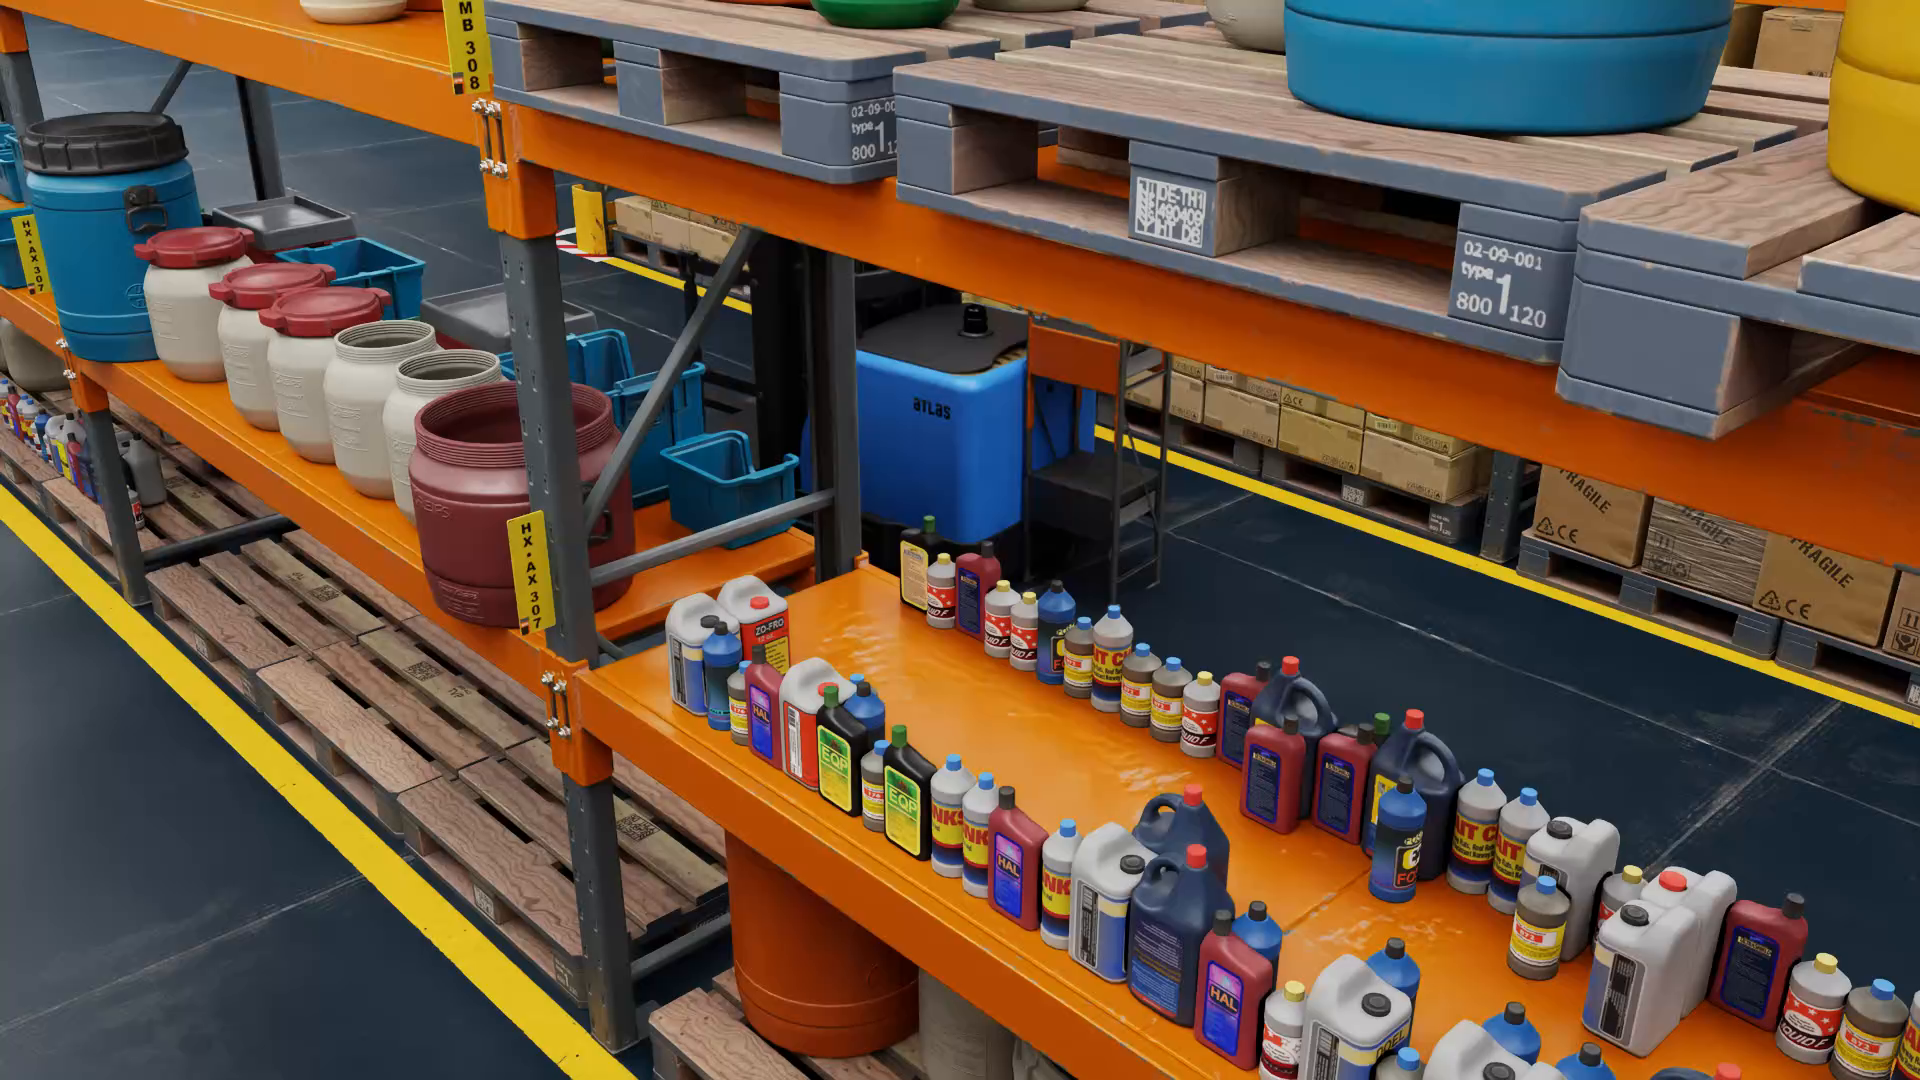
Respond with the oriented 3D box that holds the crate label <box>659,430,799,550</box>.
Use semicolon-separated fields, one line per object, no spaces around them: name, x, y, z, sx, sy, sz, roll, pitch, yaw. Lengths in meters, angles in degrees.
crate label;-0.712;-0.155;5.178;0.303;0.233;0.416;-21;32;-38

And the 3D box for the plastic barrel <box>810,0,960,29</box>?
plastic barrel;-0.141;-1.096;3.106;0.294;0.245;0.294;0;25;0

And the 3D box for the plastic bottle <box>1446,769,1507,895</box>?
plastic bottle;1.081;0.601;3.473;0.097;0.271;0.097;0;25;0

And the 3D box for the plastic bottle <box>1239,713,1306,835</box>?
plastic bottle;0.693;0.500;3.680;0.061;0.283;0.133;-21;32;-38

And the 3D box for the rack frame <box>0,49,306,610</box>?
rack frame;-3.431;-1.209;7.287;1.000;3.000;0.127;-21;32;-38

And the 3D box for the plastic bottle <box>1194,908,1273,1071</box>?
plastic bottle;0.495;0.808;3.005;0.061;0.283;0.133;-21;32;-38

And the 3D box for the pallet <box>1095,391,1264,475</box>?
pallet;1.557;-0.763;9.668;1.003;0.211;1.213;-21;32;-38

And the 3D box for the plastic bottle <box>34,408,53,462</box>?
plastic bottle;-4.712;-0.547;8.592;0.097;0.271;0.097;0;25;0

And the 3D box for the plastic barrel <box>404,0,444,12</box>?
plastic barrel;-1.547;-2.066;5.033;0.600;0.830;0.708;-21;32;-38

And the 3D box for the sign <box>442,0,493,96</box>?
sign;-1.094;-1.156;3.683;0.100;0.325;0.005;-21;32;-38

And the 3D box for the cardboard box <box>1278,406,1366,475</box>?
cardboard box;2.028;-0.587;8.730;0.500;0.250;0.500;-22;32;-39

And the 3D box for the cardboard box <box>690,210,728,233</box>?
cardboard box;-1.649;-2.582;12.200;0.500;0.500;0.500;-21;32;-38

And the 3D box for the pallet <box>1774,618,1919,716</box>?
pallet;4.233;0.474;6.958;1.003;0.211;1.213;-21;32;-38

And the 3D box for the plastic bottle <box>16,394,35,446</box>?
plastic bottle;-4.919;-0.639;8.793;0.097;0.271;0.097;0;25;0

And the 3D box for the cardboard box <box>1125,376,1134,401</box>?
cardboard box;0.986;-1.050;9.744;0.500;0.250;0.500;-22;33;-40

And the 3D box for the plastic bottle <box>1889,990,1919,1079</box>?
plastic bottle;1.689;0.871;2.882;0.097;0.271;0.097;0;25;0

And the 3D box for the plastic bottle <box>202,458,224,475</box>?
plastic bottle;-3.785;-0.526;8.450;0.144;0.351;0.185;-21;32;-38

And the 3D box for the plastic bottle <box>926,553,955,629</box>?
plastic bottle;-0.044;0.135;4.580;0.097;0.201;0.097;0;25;0

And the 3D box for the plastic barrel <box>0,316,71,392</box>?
plastic barrel;-5.317;-1.151;9.650;0.421;0.512;0.421;0;25;0

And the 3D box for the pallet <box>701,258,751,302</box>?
pallet;-1.164;-1.967;12.308;1.003;0.211;1.213;-21;32;-38

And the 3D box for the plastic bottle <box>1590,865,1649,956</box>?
plastic bottle;1.306;0.733;3.268;0.097;0.201;0.097;0;25;0

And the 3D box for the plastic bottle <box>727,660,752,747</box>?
plastic bottle;-0.512;0.388;4.025;0.097;0.201;0.097;0;25;0

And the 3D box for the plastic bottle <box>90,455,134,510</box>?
plastic bottle;-4.082;-0.318;7.994;0.144;0.351;0.185;-22;33;-40

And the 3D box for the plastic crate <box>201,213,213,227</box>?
plastic crate;-3.696;-1.376;7.727;0.767;0.338;0.504;-21;32;-38

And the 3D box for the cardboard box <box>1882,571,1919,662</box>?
cardboard box;4.085;0.222;6.632;0.500;0.500;0.500;22;33;40

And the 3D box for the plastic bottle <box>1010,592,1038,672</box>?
plastic bottle;0.180;0.234;4.362;0.097;0.201;0.097;0;25;0

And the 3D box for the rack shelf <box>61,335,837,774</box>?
rack shelf;-2.064;-0.276;6.108;1.077;0.370;4.000;-21;32;-38

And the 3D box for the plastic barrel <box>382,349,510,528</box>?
plastic barrel;-1.556;-0.299;5.158;0.421;0.512;0.421;0;25;0

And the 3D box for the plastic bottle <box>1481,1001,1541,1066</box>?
plastic bottle;0.923;0.900;2.818;0.097;0.271;0.097;0;25;0

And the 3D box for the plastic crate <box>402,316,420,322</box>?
plastic crate;-2.035;-0.665;6.350;0.450;0.188;0.662;-21;32;-38

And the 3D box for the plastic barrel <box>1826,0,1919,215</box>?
plastic barrel;1.265;-0.646;1.705;0.600;0.588;0.600;0;25;0

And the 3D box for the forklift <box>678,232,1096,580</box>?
forklift;-0.794;-1.577;8.175;3.031;2.935;1.130;19;30;35

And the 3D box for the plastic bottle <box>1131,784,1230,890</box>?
plastic bottle;0.436;0.634;3.307;0.144;0.351;0.185;-21;32;-38

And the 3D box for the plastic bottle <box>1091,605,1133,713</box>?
plastic bottle;0.380;0.291;4.154;0.097;0.271;0.097;0;25;0

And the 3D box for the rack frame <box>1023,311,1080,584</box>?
rack frame;0.427;-0.816;7.508;0.015;2.100;0.400;19;30;35

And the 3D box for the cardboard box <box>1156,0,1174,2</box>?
cardboard box;1.852;-4.973;14.790;0.500;0.500;0.500;23;33;40

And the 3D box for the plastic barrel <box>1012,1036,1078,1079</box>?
plastic barrel;0.421;1.394;3.979;0.600;0.588;0.708;-21;32;-38

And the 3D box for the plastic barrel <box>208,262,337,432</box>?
plastic barrel;-2.436;-0.697;6.000;0.433;0.535;0.433;0;25;0

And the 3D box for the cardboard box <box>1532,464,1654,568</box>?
cardboard box;3.023;-0.245;7.656;0.500;0.500;0.500;-20;31;-36

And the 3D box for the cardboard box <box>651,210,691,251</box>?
cardboard box;-1.998;-2.389;12.680;0.500;0.250;0.500;-21;32;-38

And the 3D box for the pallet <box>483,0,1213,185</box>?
pallet;-0.246;-1.017;3.478;1.003;0.211;1.213;-21;32;-38

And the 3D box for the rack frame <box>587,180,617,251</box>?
rack frame;-2.547;-3.825;13.021;1.000;3.000;0.127;-21;32;-38

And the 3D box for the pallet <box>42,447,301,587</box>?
pallet;-3.860;-0.156;8.338;1.003;0.211;1.213;-21;32;-38

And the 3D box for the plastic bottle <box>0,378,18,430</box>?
plastic bottle;-5.154;-0.742;9.020;0.097;0.271;0.097;0;25;0

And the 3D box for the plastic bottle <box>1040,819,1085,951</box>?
plastic bottle;0.211;0.677;3.308;0.097;0.271;0.097;0;25;0

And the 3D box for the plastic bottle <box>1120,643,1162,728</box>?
plastic bottle;0.447;0.352;4.104;0.097;0.201;0.097;0;25;0

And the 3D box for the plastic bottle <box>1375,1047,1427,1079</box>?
plastic bottle;0.746;0.945;2.803;0.097;0.201;0.097;0;25;0

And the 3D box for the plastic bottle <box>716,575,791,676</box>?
plastic bottle;-0.526;0.239;4.262;0.152;0.276;0.135;-21;32;-38

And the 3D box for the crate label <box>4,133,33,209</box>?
crate label;-4.710;-1.956;8.882;0.502;0.435;0.616;-21;32;-38

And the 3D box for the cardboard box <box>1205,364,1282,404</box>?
cardboard box;1.680;-0.995;8.948;0.500;0.311;0.500;-21;32;-39

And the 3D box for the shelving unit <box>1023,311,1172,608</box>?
shelving unit;0.616;-0.752;7.368;0.503;2.100;0.431;19;30;35

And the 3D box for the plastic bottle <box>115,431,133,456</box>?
plastic bottle;-4.122;-0.391;8.246;0.152;0.276;0.135;-21;32;-38

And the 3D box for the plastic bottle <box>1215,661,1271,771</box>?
plastic bottle;0.672;0.403;3.892;0.061;0.283;0.133;-21;32;-38

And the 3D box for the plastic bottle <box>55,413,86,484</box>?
plastic bottle;-4.434;-0.474;8.336;0.144;0.351;0.185;-21;32;-39

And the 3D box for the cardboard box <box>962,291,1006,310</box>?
cardboard box;0.288;-1.613;10.302;0.500;0.311;0.500;-21;32;-38

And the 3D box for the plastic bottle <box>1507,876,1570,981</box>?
plastic bottle;1.129;0.747;3.239;0.097;0.201;0.097;0;25;0

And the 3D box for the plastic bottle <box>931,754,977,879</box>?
plastic bottle;-0.013;0.577;3.526;0.097;0.271;0.097;0;25;0

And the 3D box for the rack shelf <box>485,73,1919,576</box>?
rack shelf;0.670;-0.429;2.829;1.077;0.370;4.000;-21;32;-38

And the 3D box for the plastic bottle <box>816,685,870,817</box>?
plastic bottle;-0.263;0.472;3.742;0.061;0.283;0.133;-21;32;-38

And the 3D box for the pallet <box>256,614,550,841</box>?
pallet;-2.028;0.656;6.558;1.003;0.211;1.213;-21;32;-38
